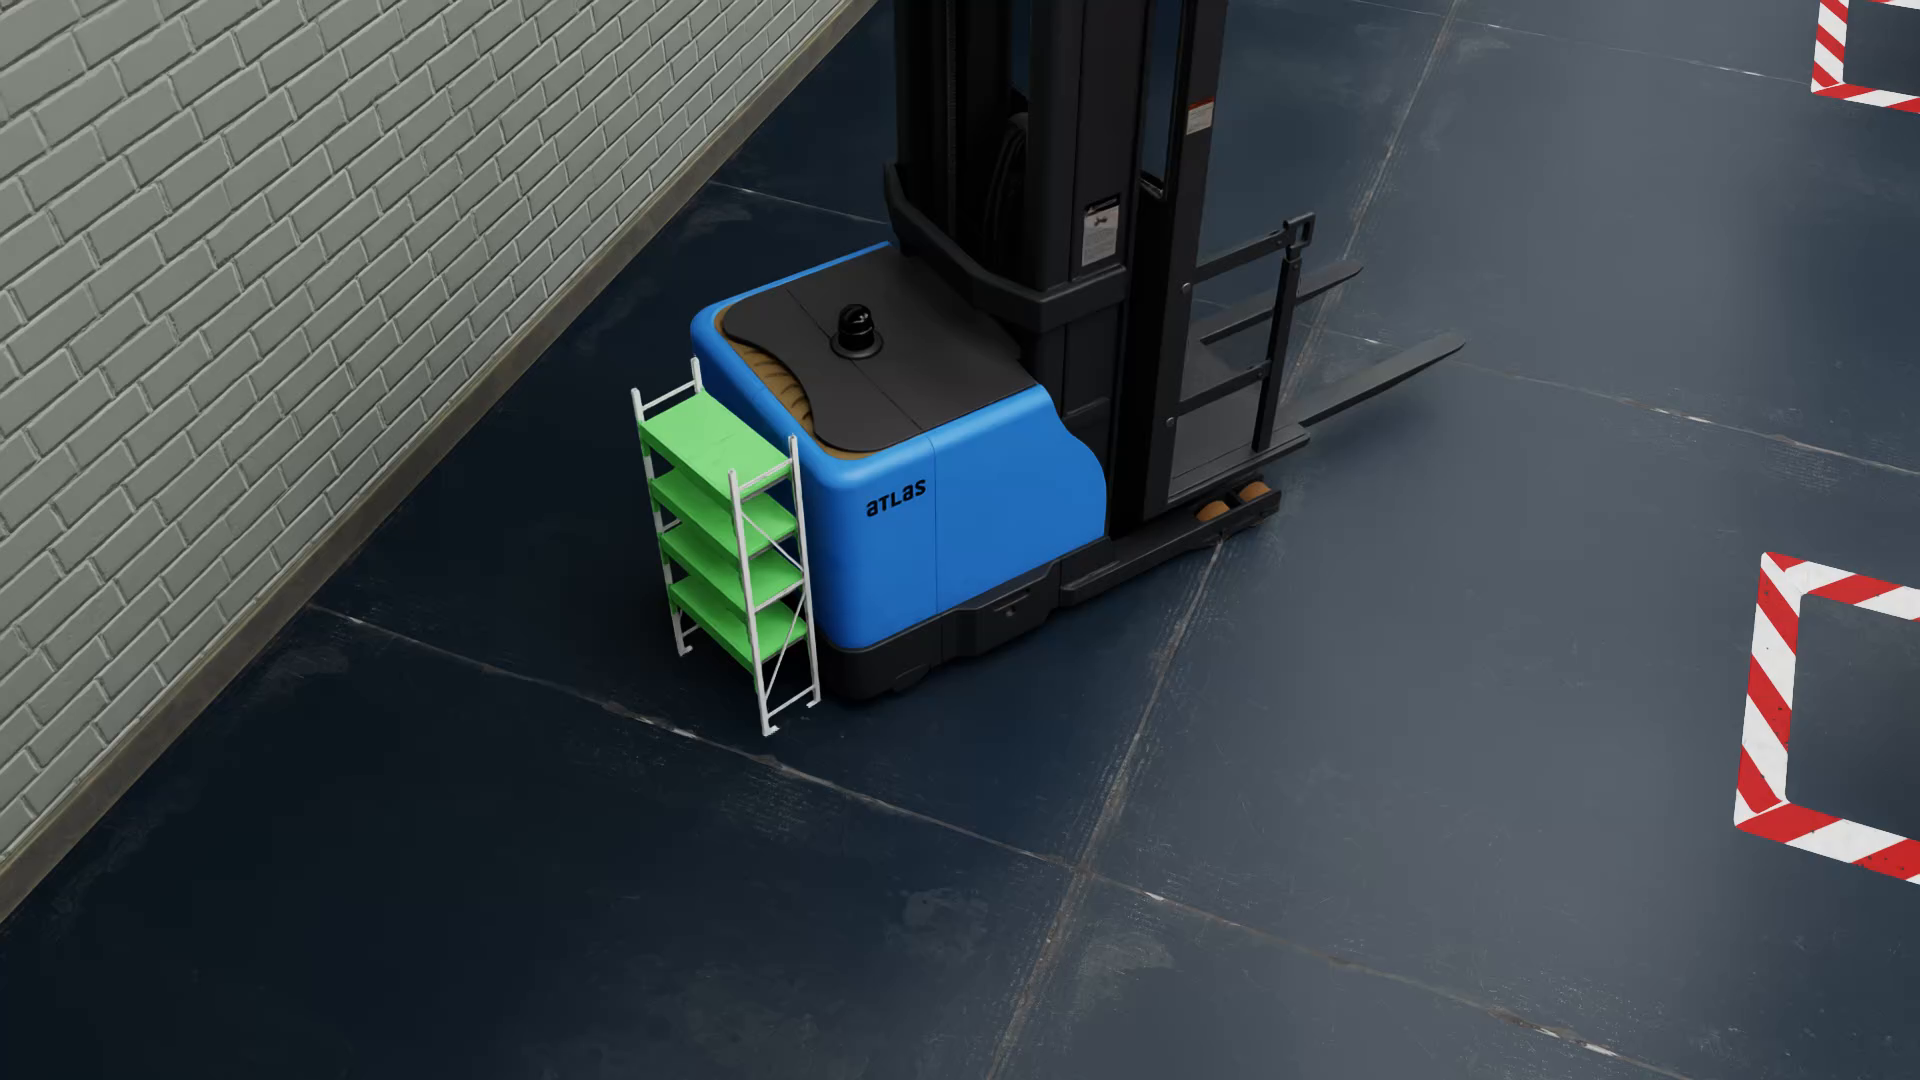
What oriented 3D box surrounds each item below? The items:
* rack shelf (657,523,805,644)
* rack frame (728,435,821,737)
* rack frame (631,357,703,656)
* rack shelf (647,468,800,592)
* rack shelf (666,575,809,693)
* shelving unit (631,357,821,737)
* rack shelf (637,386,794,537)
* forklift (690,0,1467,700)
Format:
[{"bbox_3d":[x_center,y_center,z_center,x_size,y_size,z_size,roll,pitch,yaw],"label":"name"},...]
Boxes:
[{"bbox_3d":[-0.734,0.095,5.395,0.258,0.148,0.480,-32,53,-28],"label":"rack shelf"},{"bbox_3d":[-0.570,0.177,5.221,0.240,1.200,0.015,-32,53,-28],"label":"rack frame"},{"bbox_3d":[-0.897,-0.078,5.478,0.240,1.200,0.015,-32,53,-28],"label":"rack frame"},{"bbox_3d":[-0.734,-0.075,5.225,0.258,0.148,0.480,-32,53,-28],"label":"rack shelf"},{"bbox_3d":[-0.734,0.265,5.564,0.258,0.148,0.480,-32,53,-28],"label":"rack shelf"},{"bbox_3d":[-0.734,0.049,5.350,0.258,1.200,0.503,-32,53,-28],"label":"shelving unit"},{"bbox_3d":[-0.734,-0.246,5.056,0.258,0.148,0.480,-32,53,-28],"label":"rack shelf"},{"bbox_3d":[0.608,-1.310,5.489,3.031,2.935,1.130,-25,50,-23],"label":"forklift"}]
